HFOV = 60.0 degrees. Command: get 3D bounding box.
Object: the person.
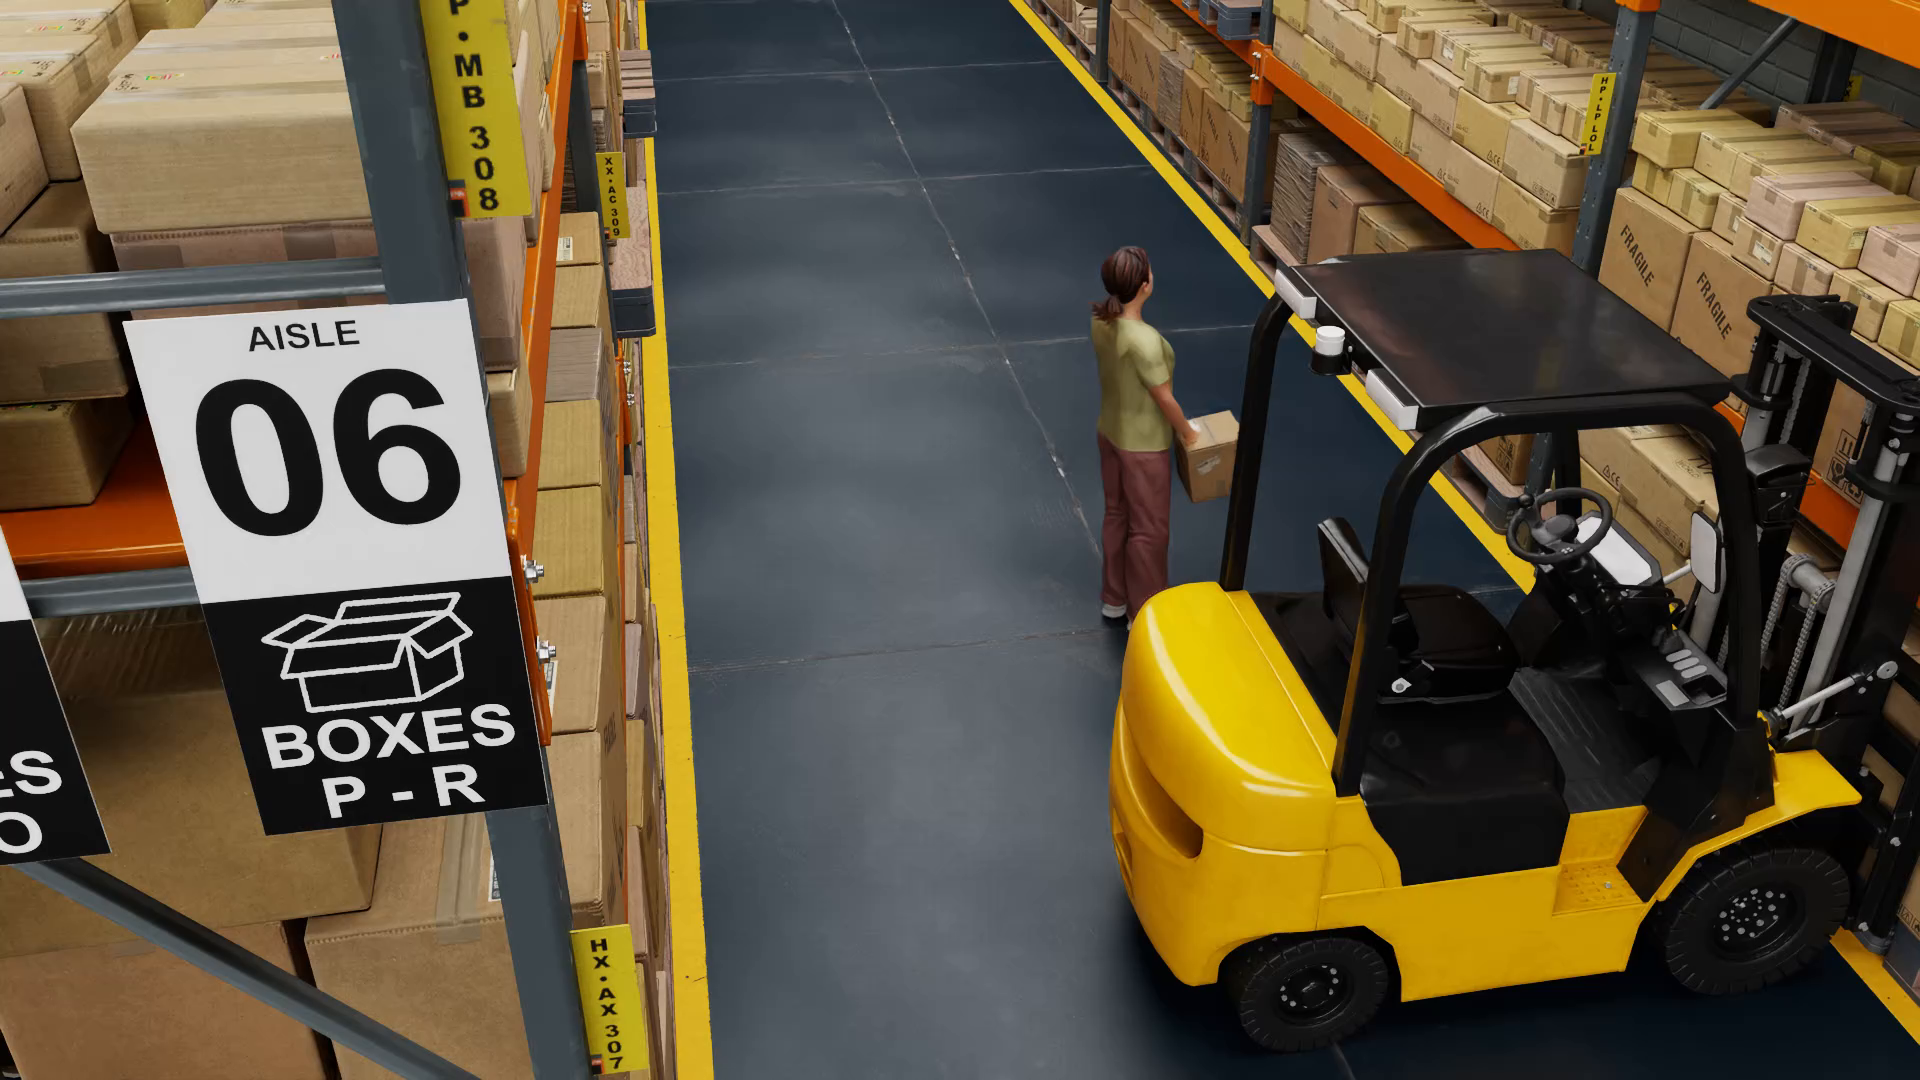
[{"bbox_3d":[0.730,-0.397,6.785,0.455,1.680,0.507,-14,34,-22],"label":"person"}]
